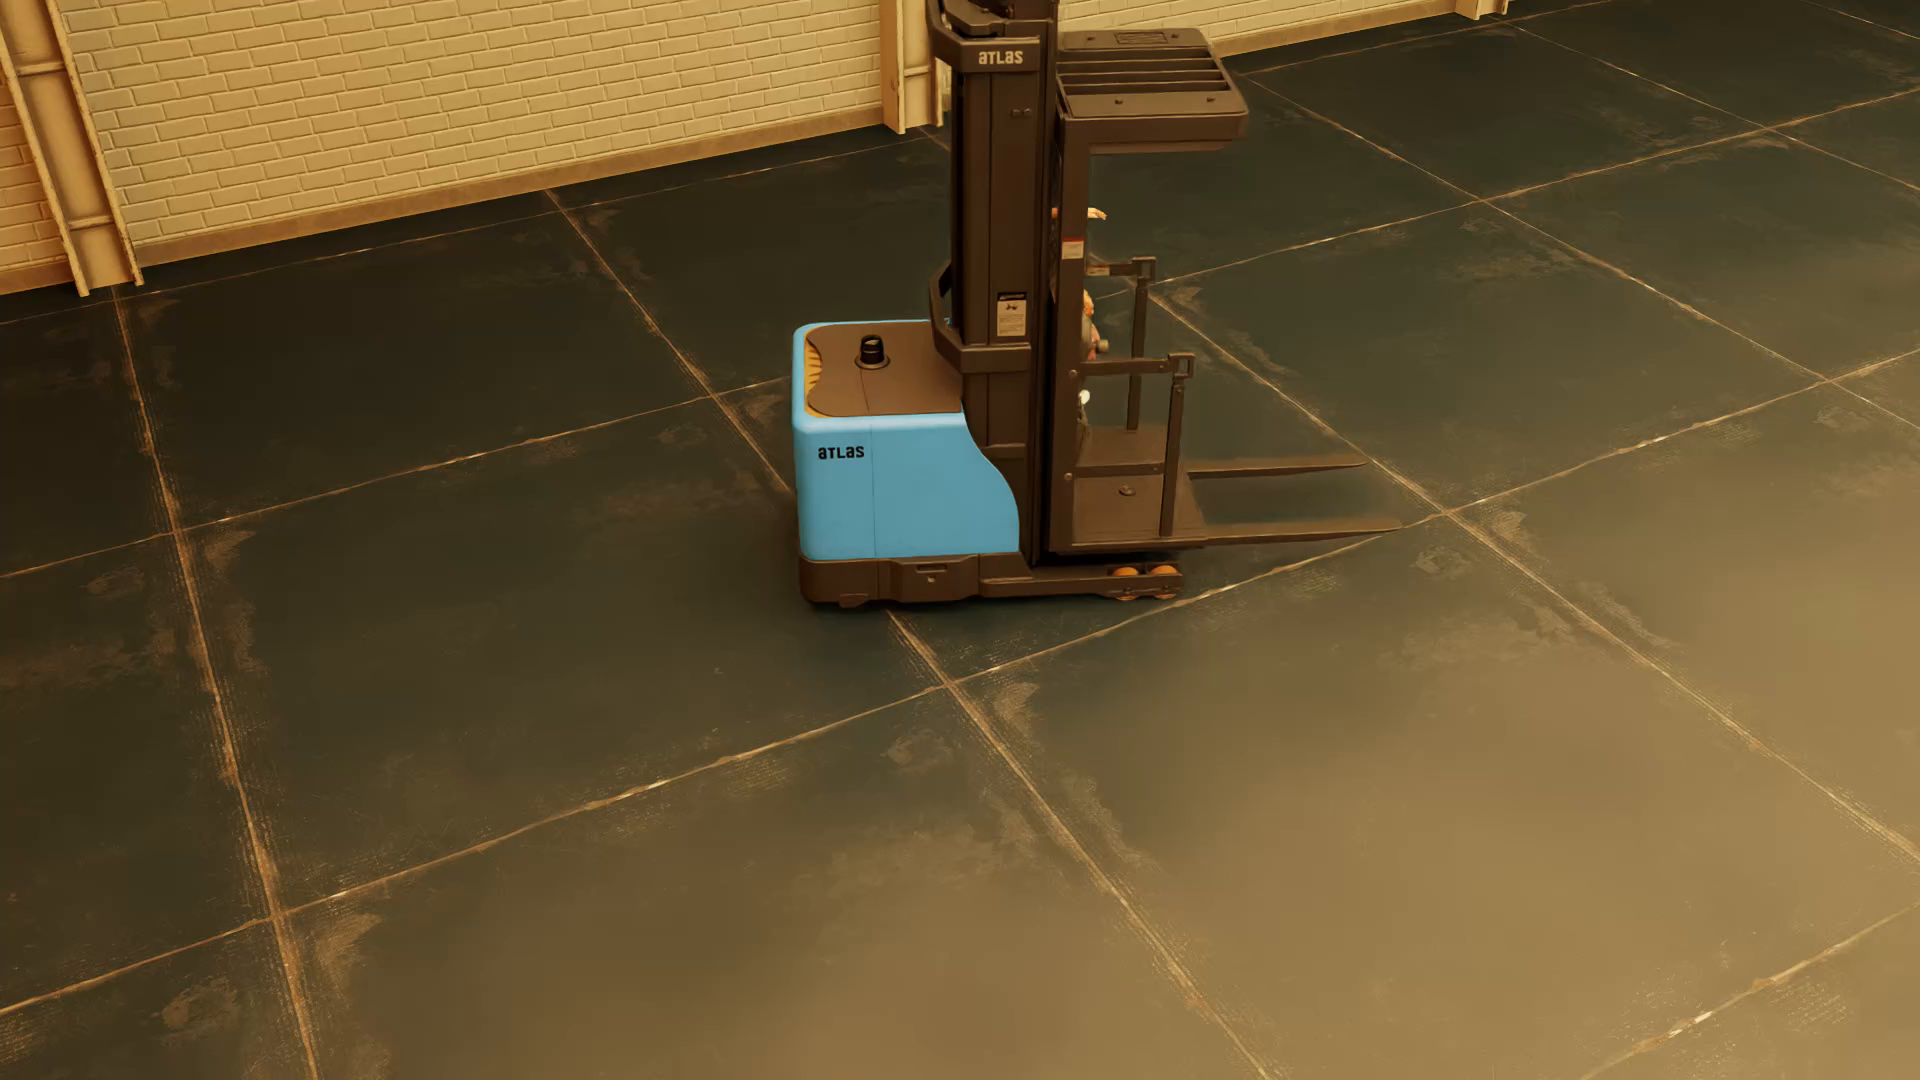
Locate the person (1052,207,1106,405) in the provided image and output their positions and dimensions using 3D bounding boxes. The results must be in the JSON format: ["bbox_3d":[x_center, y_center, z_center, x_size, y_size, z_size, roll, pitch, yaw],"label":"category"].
[{"bbox_3d":[0.470,-1.405,9.314,0.817,1.519,0.778,-27,43,-32],"label":"person"}]

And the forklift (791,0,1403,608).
[{"bbox_3d":[0.695,-1.200,7.820,3.031,2.935,1.130,-3,35,-4],"label":"forklift"}]
